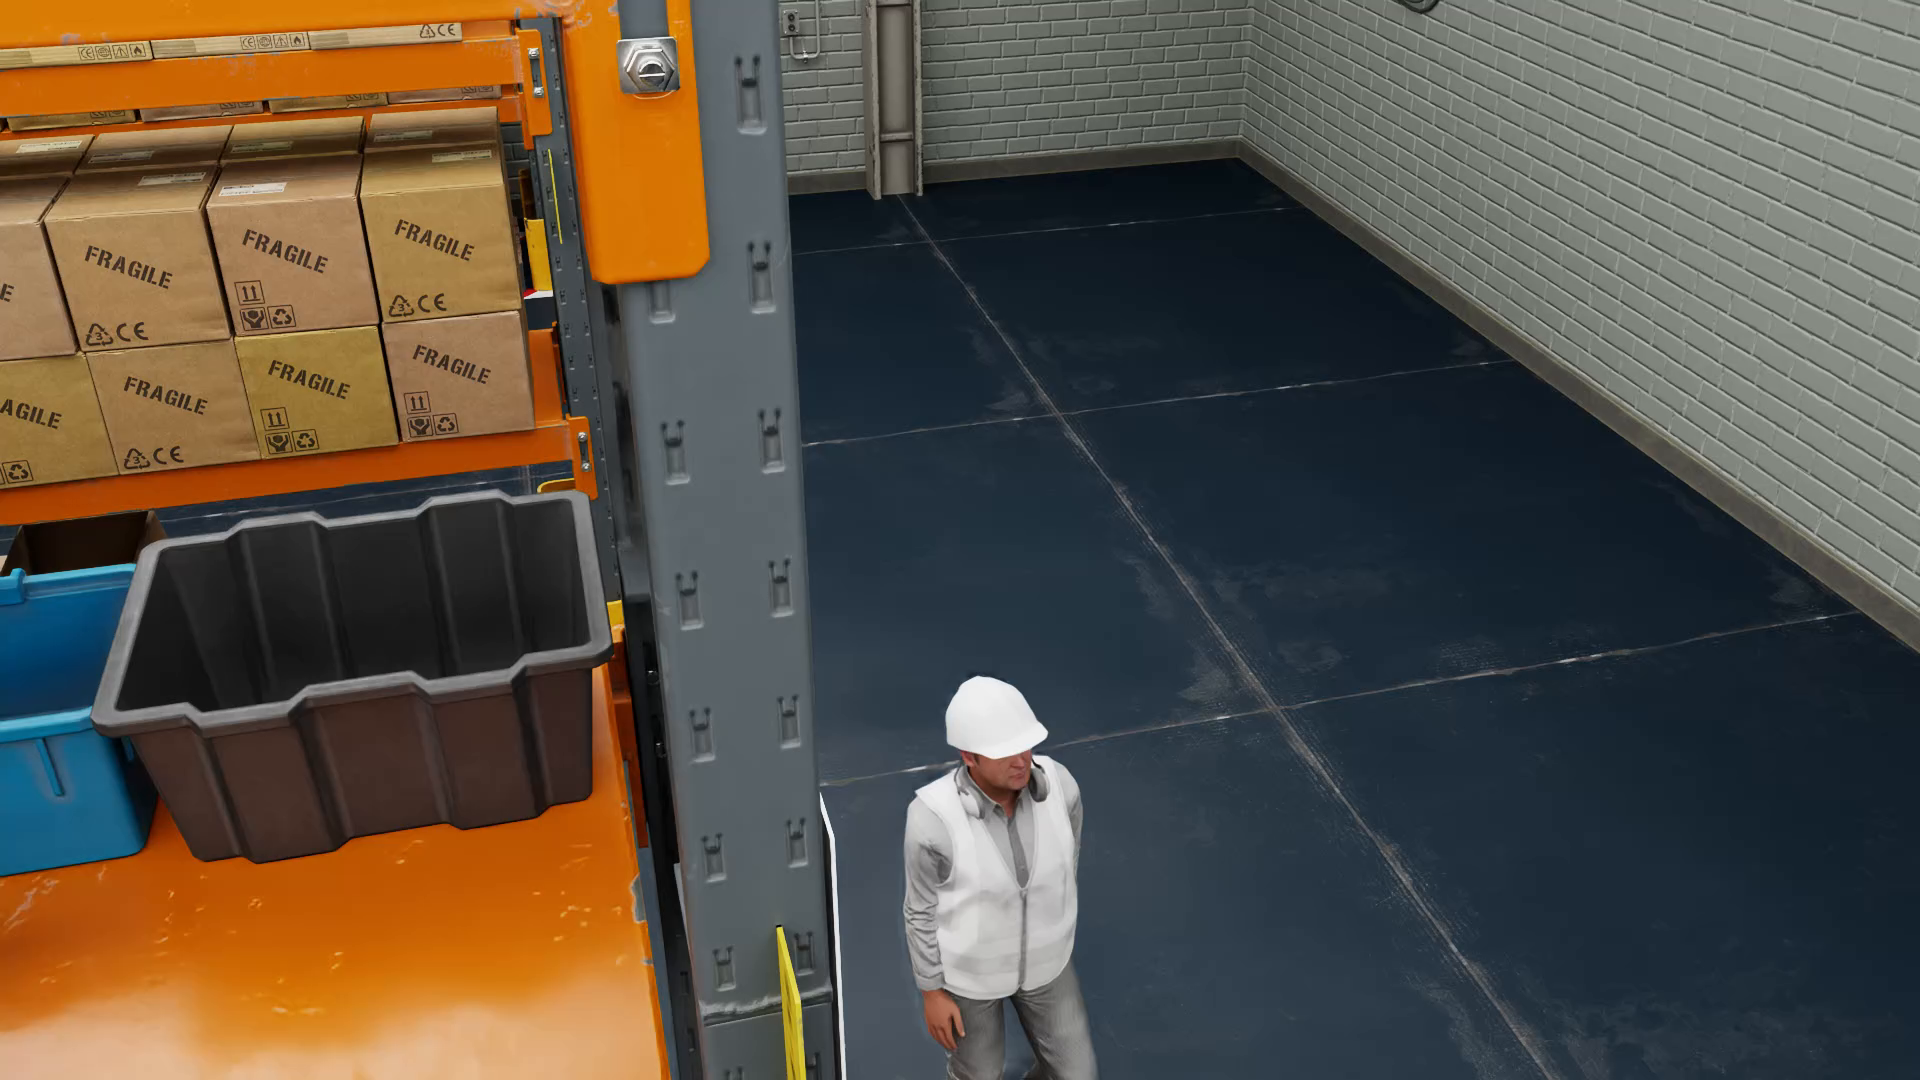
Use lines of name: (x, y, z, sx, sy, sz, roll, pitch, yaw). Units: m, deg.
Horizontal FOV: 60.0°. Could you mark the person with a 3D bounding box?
person: (0.119, 1.179, 4.566, 0.540, 1.812, 0.462, -11, 32, -18)
